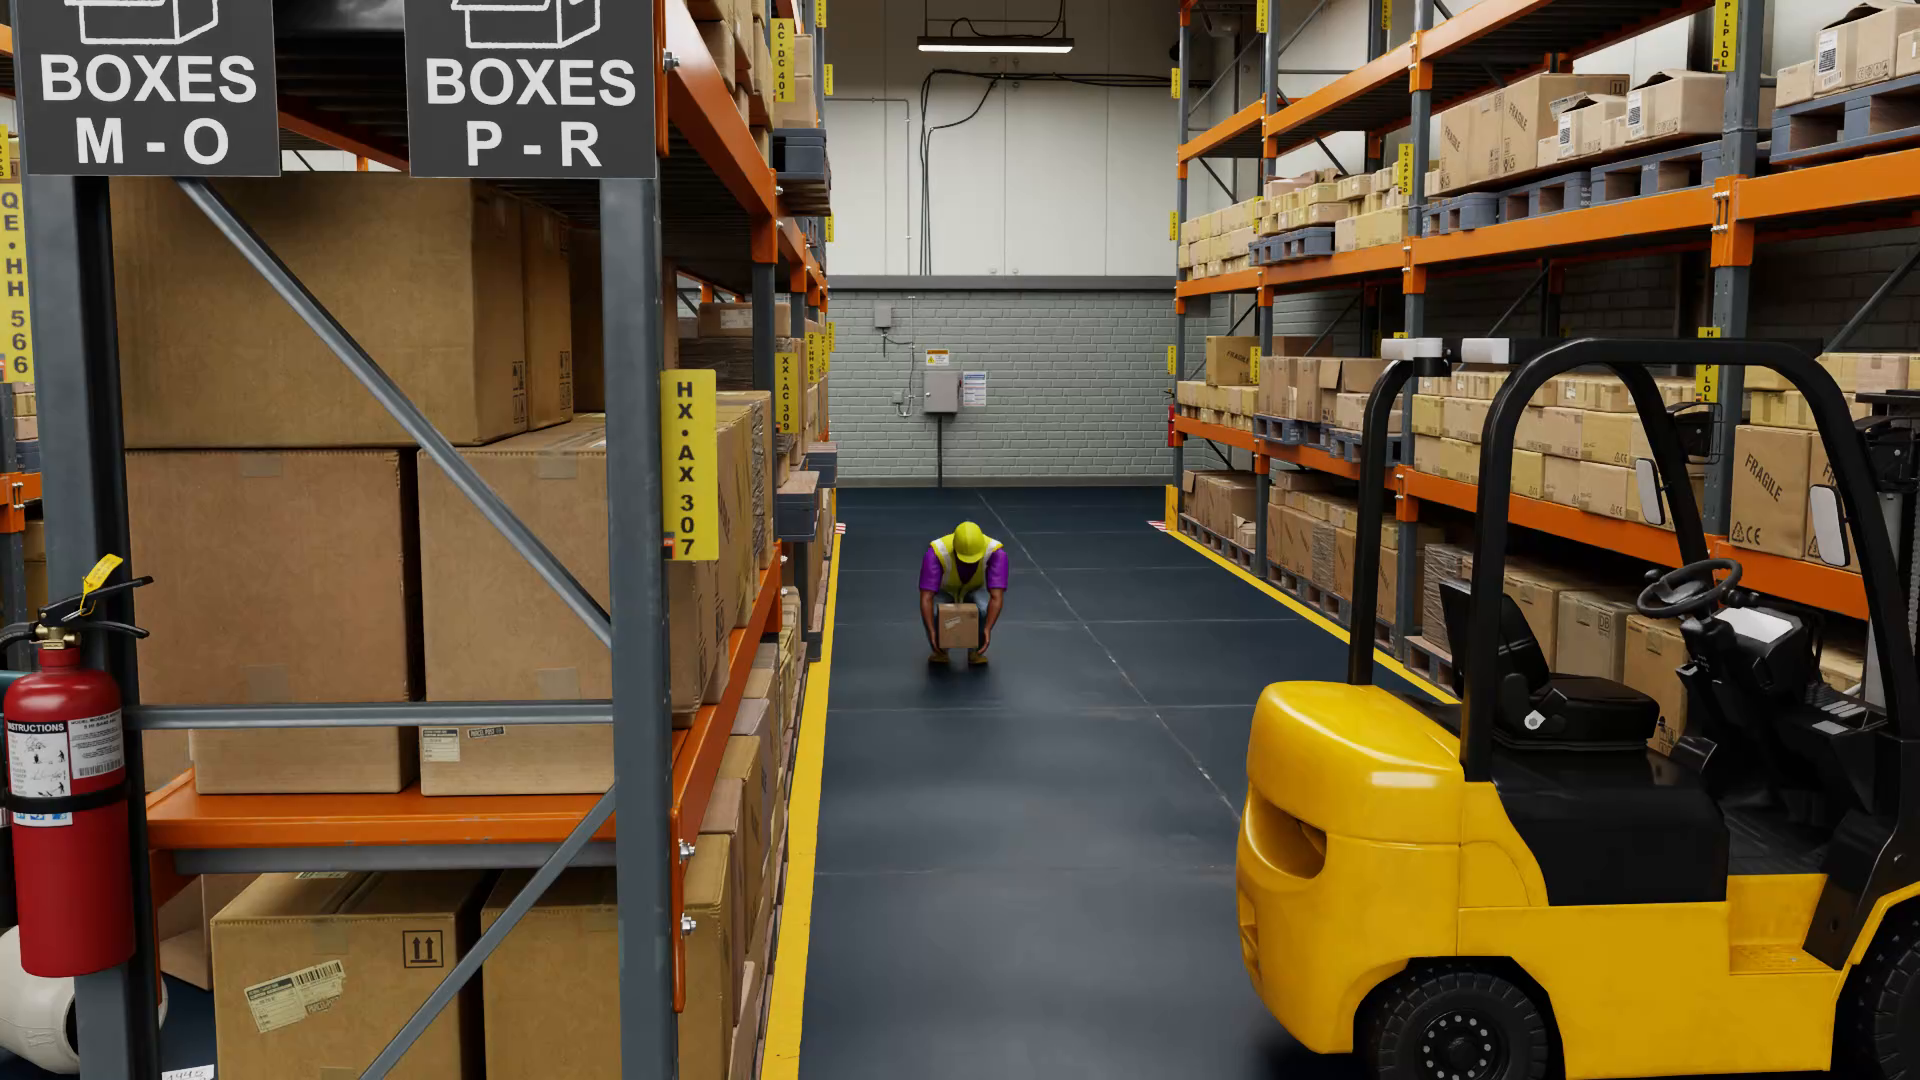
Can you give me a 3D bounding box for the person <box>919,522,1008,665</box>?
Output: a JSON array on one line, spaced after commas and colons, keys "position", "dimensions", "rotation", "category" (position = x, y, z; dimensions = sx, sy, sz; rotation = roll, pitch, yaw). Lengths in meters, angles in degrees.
[{"position": [0.028, 0.345, 11.035], "dimensions": [0.583, 0.996, 0.909], "rotation": [0, 7, 2], "category": "person"}]
